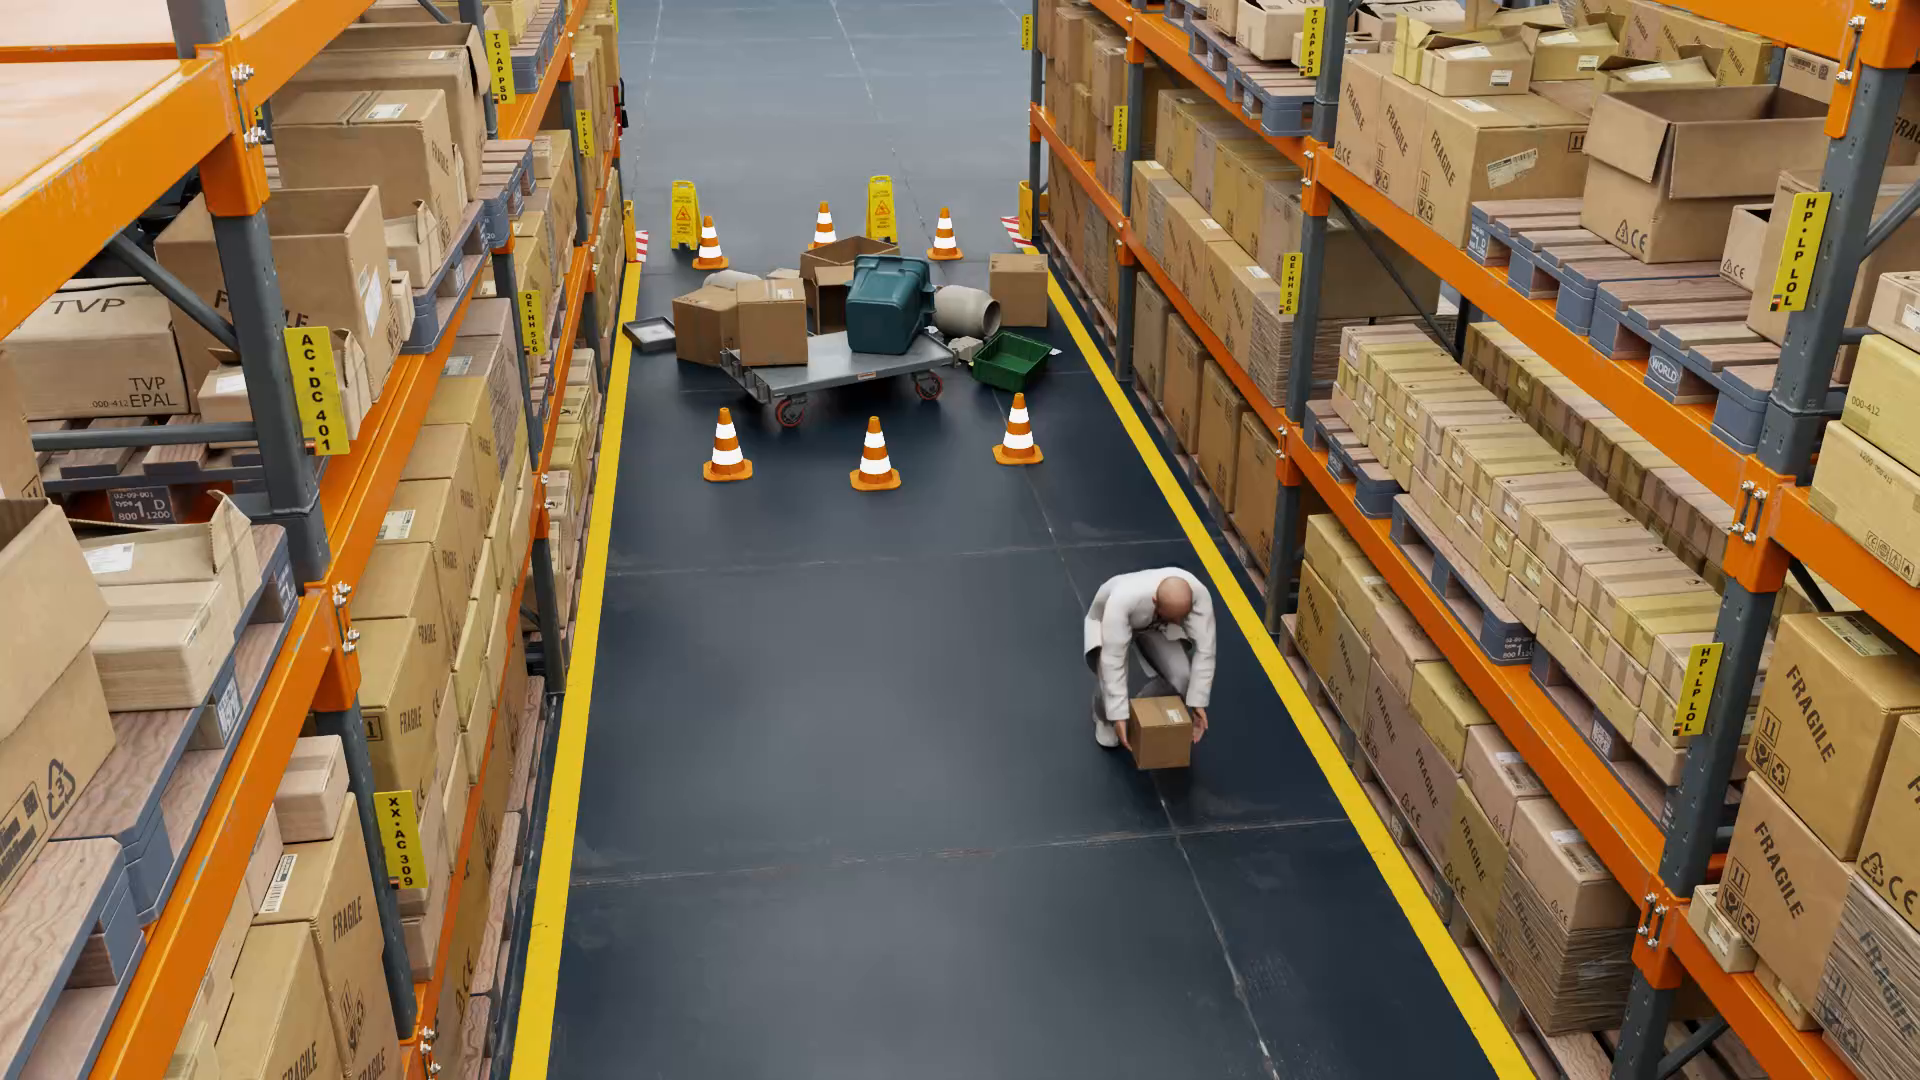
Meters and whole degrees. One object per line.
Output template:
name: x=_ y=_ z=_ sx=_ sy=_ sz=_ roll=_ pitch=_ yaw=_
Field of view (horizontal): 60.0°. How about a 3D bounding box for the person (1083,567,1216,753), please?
person: x=0.932 y=0.550 z=8.316 sx=0.615 sy=1.084 sz=0.876 roll=-4 pitch=27 yaw=-7
